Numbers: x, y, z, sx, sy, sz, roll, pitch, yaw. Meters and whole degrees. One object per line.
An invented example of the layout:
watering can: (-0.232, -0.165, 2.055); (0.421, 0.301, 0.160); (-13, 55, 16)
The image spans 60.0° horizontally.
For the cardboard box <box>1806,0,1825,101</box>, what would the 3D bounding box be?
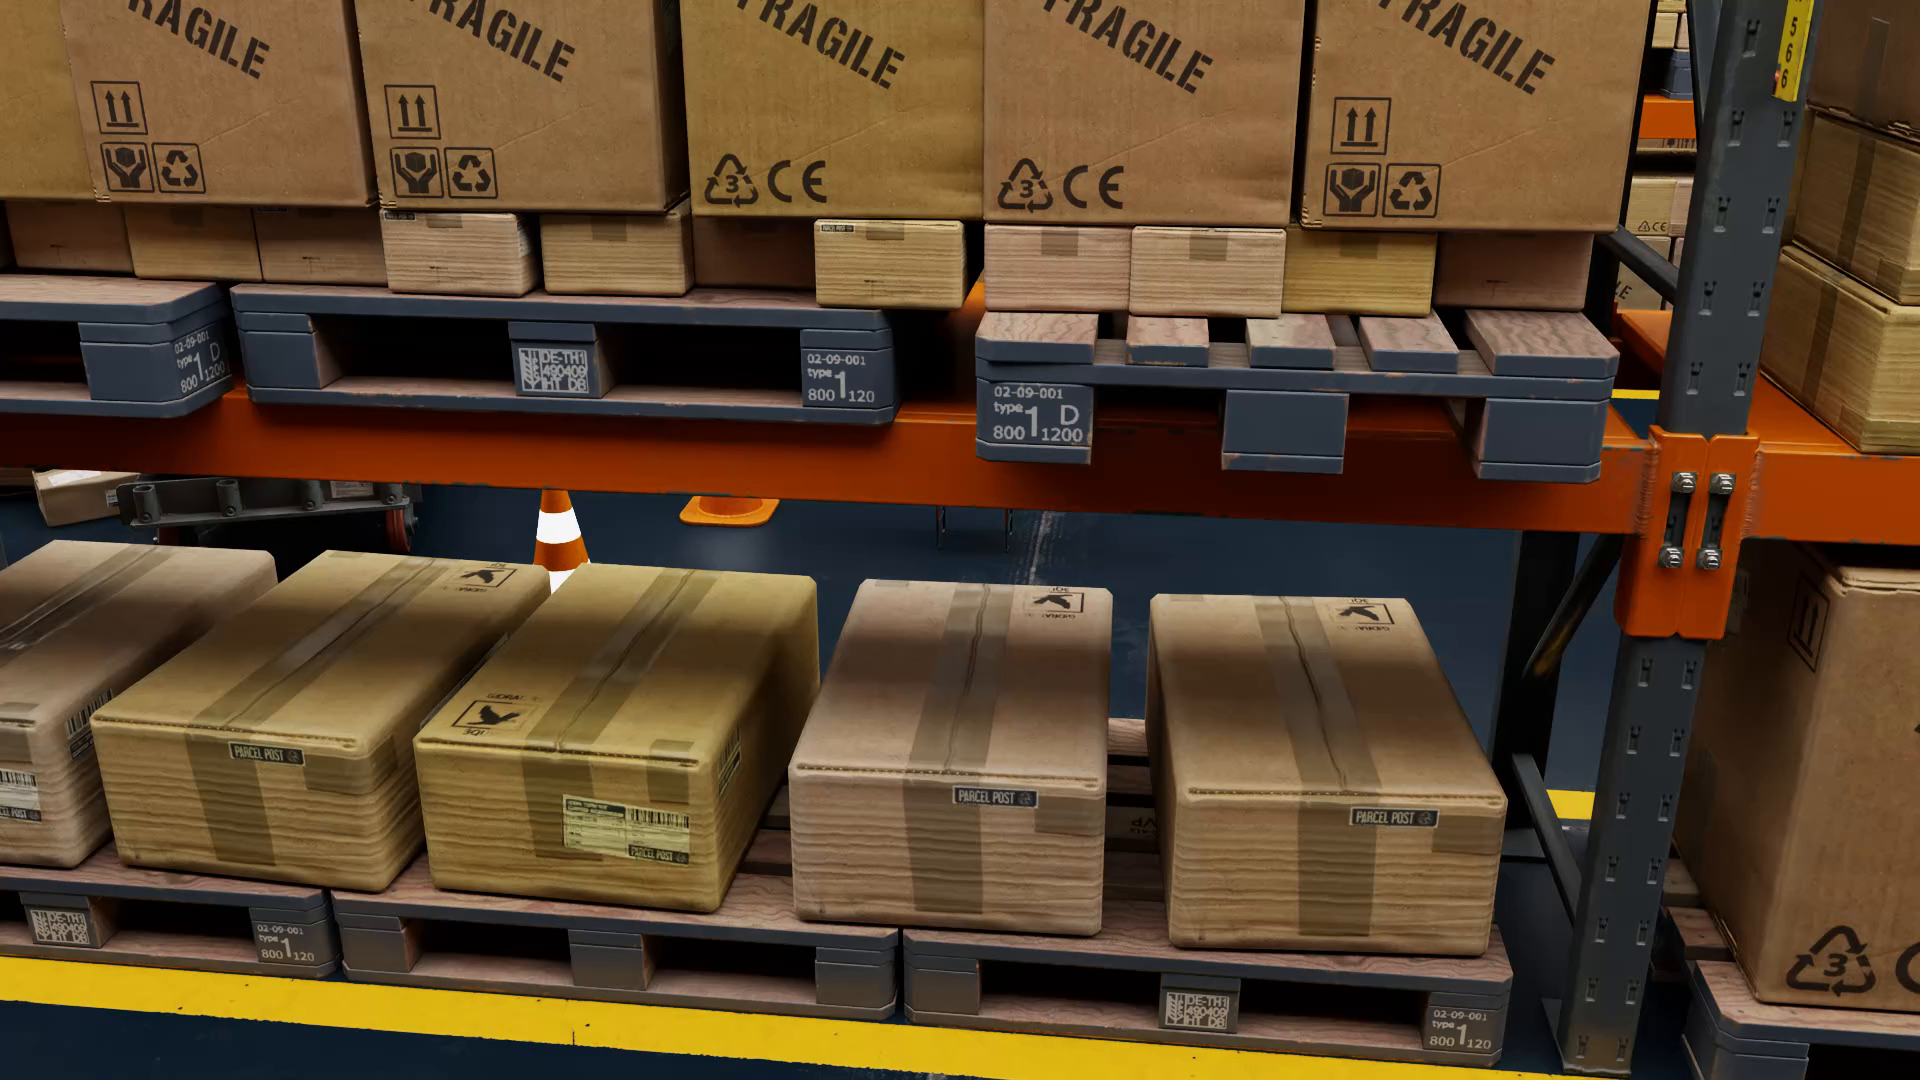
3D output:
cardboard box: (1.855, -1.107, 3.163); (0.500, 0.500, 0.500); (2, 22, 5)

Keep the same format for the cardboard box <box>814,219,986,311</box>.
cardboard box: (-0.096, -0.529, 2.969); (0.250, 0.149, 0.380); (3, 22, 7)

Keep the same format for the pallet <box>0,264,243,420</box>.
pallet: (-1.919, -0.520, 3.435); (1.213, 0.211, 1.003); (2, 22, 6)

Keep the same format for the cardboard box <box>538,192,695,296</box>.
cardboard box: (-0.590, -0.567, 3.064); (0.250, 0.149, 0.380); (2, 22, 5)

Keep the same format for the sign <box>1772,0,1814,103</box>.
sign: (1.257, -0.825, 2.480); (0.005, 0.325, 0.100); (2, 22, 6)

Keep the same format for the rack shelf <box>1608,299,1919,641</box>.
rack shelf: (3.297, -0.101, 3.094); (4.000, 0.370, 1.077); (2, 22, 6)

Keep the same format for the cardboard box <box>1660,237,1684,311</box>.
cardboard box: (3.476, -1.202, 7.728); (0.500, 0.500, 0.500); (2, 22, 5)

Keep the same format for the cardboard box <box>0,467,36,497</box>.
cardboard box: (-3.661, -0.581, 6.541); (0.503, 0.637, 0.797); (2, 22, 6)

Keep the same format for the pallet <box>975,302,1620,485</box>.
pallet: (0.591, -0.425, 3.195); (1.003, 0.211, 1.213); (2, 22, 6)

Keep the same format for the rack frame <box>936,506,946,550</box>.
rack frame: (-0.068, -0.491, 5.754); (0.008, 1.050, 0.200); (2, 22, 6)

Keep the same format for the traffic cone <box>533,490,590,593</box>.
traffic cone: (-1.265, 0.027, 5.241); (0.334, 0.463, 0.336); (2, 22, 6)

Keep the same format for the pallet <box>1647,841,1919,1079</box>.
pallet: (2.085, 0.836, 3.537); (1.213, 0.211, 1.003); (2, 22, 6)

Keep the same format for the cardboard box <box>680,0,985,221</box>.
cardboard box: (-0.189, -0.860, 2.923); (0.500, 0.500, 0.500); (1, 22, 3)

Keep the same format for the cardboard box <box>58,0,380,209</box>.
cardboard box: (-1.242, -0.902, 3.030); (0.500, 0.500, 0.500); (2, 22, 6)

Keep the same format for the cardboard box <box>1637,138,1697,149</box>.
cardboard box: (4.924, -3.233, 12.356); (0.875, 0.875, 1.225); (2, 22, 4)

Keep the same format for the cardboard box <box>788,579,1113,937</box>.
cardboard box: (0.017, 0.448, 3.730); (0.625, 0.372, 0.950); (2, 22, 5)

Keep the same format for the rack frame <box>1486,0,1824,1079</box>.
rack frame: (1.311, -0.522, 3.180); (0.127, 3.000, 1.000); (2, 22, 6)

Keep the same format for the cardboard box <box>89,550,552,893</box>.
cardboard box: (-1.426, 0.383, 3.893); (0.625, 0.372, 0.950); (4, 22, 10)

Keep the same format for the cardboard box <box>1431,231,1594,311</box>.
cardboard box: (0.958, -0.529, 2.968); (0.250, 0.149, 0.380); (3, 22, 8)

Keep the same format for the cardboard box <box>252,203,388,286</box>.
cardboard box: (-1.116, -0.598, 3.143); (0.250, 0.149, 0.380); (3, 22, 7)

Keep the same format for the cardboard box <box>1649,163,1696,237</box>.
cardboard box: (3.443, -1.549, 7.587); (0.500, 0.250, 0.500); (3, 22, 7)

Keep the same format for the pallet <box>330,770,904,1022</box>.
pallet: (-0.673, 0.687, 3.916); (1.213, 0.211, 1.003); (2, 22, 6)

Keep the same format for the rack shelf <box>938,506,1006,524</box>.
rack shelf: (0.053, -0.218, 5.847); (0.240, 0.259, 0.215); (2, 22, 6)

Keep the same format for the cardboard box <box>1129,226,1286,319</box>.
cardboard box: (0.428, -0.508, 2.916); (0.250, 0.149, 0.380); (2, 22, 6)

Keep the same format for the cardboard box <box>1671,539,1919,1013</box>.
cardboard box: (1.987, 0.331, 3.341); (0.875, 0.875, 0.875); (2, 22, 6)

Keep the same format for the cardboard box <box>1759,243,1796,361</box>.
cardboard box: (1.844, -0.525, 3.392); (0.500, 0.250, 0.500); (2, 22, 4)

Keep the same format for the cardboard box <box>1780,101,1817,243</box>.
cardboard box: (1.822, -0.756, 3.297); (0.500, 0.250, 0.500); (2, 22, 6)

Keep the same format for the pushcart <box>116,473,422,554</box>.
pushcart: (-2.442, -0.310, 6.211); (0.936, 0.377, 1.648); (-5, 22, -12)

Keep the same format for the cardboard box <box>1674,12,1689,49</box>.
cardboard box: (3.281, -2.274, 7.383); (0.250, 0.149, 0.380); (3, 22, 8)

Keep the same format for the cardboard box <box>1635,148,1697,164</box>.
cardboard box: (3.509, -1.736, 8.059); (0.500, 0.250, 0.500); (3, 22, 8)

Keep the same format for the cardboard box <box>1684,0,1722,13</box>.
cardboard box: (3.282, -2.413, 7.329); (0.250, 0.149, 0.380); (3, 22, 6)

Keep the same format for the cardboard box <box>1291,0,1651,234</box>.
cardboard box: (0.827, -0.820, 2.823); (0.500, 0.500, 0.500); (2, 22, 5)

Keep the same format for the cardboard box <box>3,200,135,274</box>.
cardboard box: (-1.612, -0.636, 3.239); (0.250, 0.149, 0.380); (4, 22, 10)

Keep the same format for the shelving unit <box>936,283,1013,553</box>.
shelving unit: (0.053, -0.486, 5.741); (0.252, 1.050, 0.215); (2, 22, 6)
